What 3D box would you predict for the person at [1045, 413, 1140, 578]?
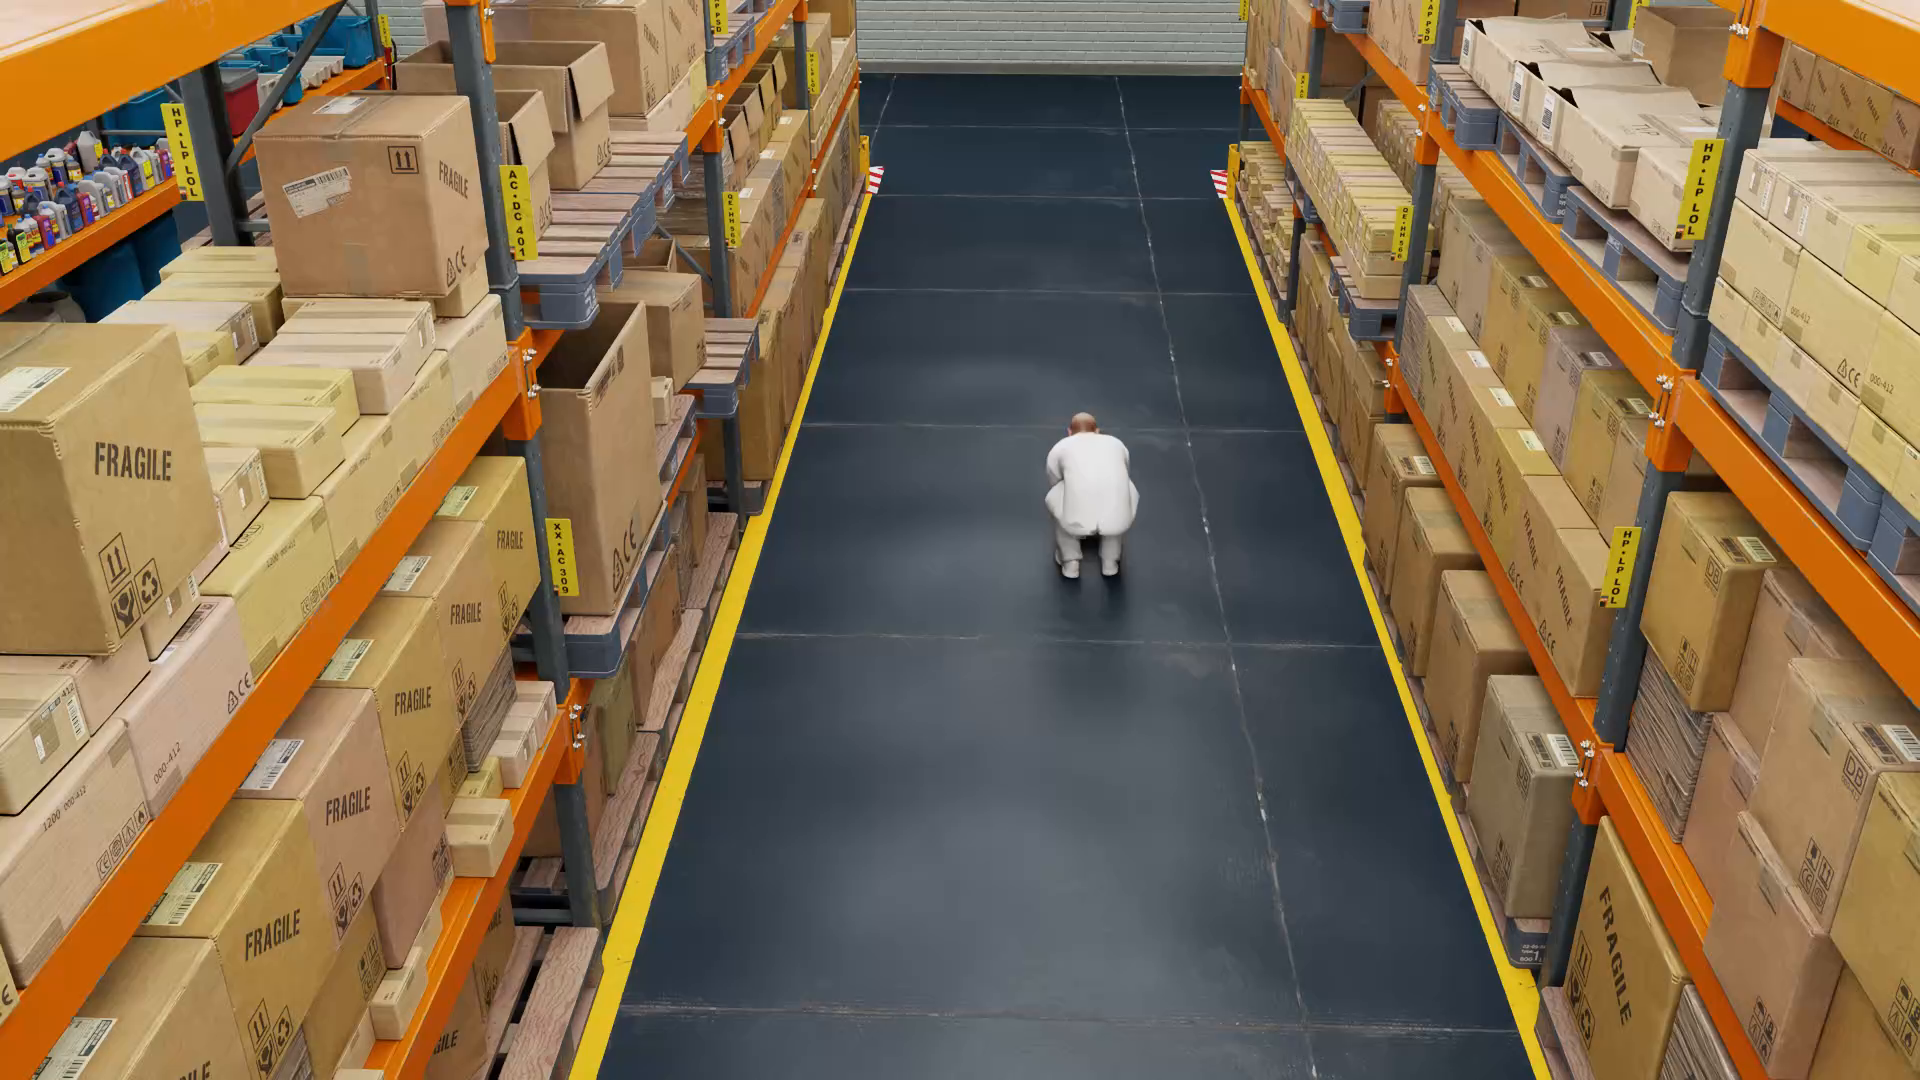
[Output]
[{"bbox_3d":[0.808,-0.213,10.224,0.579,0.850,0.917,1,28,1],"label":"person"}]
